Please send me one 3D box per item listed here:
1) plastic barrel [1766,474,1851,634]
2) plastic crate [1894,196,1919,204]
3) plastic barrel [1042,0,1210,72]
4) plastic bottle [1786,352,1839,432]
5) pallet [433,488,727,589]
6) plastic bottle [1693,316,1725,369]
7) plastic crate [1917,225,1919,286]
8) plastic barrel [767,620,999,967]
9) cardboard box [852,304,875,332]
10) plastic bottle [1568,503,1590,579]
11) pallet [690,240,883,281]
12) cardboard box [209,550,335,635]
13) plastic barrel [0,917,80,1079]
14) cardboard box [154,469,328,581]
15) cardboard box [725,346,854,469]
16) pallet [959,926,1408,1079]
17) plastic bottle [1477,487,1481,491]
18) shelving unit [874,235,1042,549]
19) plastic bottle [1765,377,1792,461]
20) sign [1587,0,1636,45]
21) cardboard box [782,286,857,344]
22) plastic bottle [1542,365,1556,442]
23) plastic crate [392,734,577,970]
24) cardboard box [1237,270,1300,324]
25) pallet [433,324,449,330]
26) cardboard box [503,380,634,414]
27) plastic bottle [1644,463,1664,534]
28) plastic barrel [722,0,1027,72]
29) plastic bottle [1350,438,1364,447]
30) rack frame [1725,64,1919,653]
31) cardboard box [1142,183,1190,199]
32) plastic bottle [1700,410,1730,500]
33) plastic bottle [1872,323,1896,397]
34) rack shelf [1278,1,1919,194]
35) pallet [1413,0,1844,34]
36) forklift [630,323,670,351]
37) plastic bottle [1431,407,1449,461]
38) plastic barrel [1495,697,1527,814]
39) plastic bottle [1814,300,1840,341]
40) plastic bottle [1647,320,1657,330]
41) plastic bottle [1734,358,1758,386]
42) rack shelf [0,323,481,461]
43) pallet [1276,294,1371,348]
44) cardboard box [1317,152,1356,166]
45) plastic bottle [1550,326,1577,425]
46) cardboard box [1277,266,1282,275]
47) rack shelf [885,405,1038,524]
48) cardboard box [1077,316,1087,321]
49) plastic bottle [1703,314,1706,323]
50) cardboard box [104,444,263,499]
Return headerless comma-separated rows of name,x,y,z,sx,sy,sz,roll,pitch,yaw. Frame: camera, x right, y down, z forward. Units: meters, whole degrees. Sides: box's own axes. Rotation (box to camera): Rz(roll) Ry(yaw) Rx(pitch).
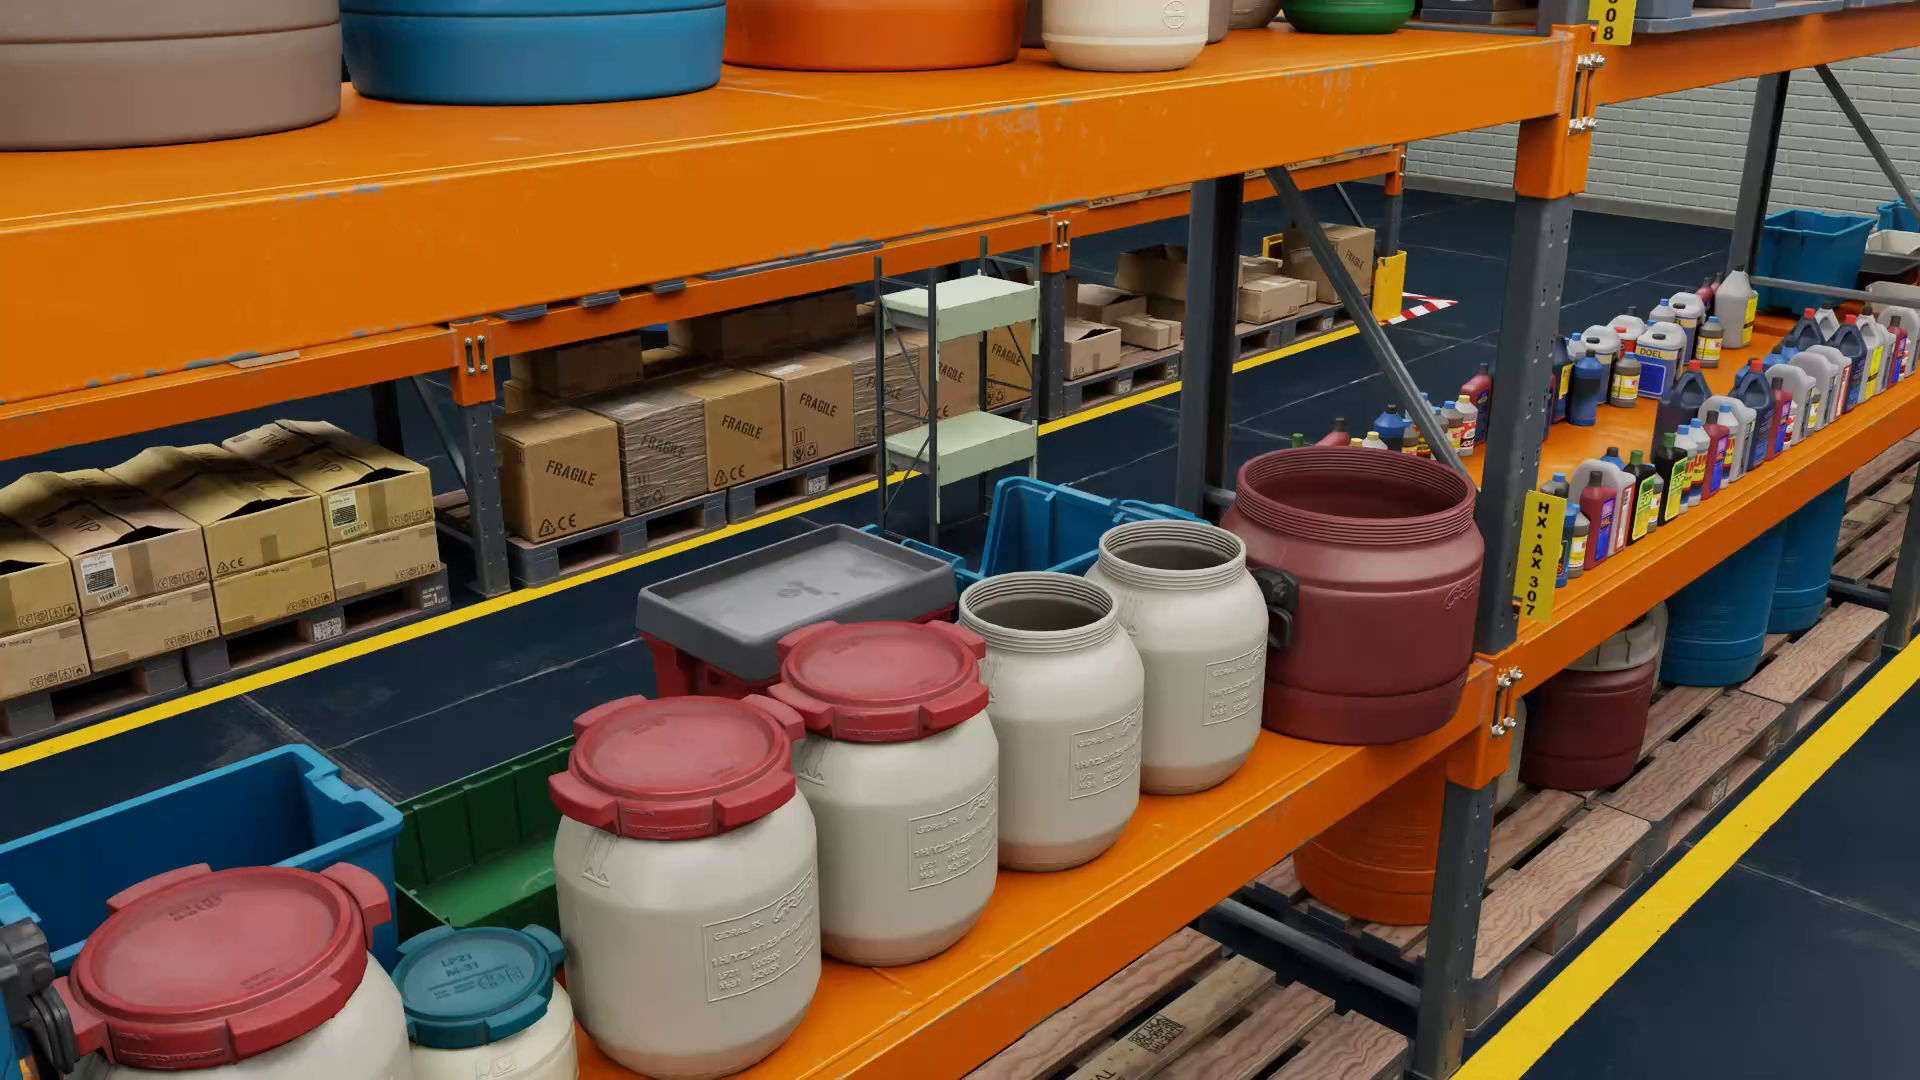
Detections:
plastic barrel,3.410,-0.126,7.061,0.600,0.901,0.708,19,28,41
plastic crate,5.265,-1.704,8.976,0.416,0.233,0.300,19,28,41
plastic barrel,0.291,-0.967,2.922,0.301,0.262,0.301,0,21,0
plastic bottle,3.058,-0.547,5.989,0.152,0.276,0.135,19,28,41
pallet,-1.987,-0.138,8.640,1.003,0.211,1.213,19,28,41
plastic bottle,3.053,-0.808,6.773,0.097,0.201,0.097,0,21,0
plastic crate,4.604,-1.270,7.524,0.402,0.464,0.583,19,28,41
plastic barrel,-0.141,0.457,3.015,0.433,0.535,0.433,0,21,0
cardboard box,-0.621,-1.121,10.181,0.500,0.500,0.500,-20,28,-41
plastic bottle,1.713,-0.002,4.677,0.097,0.201,0.097,0,21,0
pallet,-1.182,-1.669,9.003,1.003,0.211,1.213,19,28,41
cardboard box,-3.085,0.160,7.226,0.500,0.250,0.500,19,28,40
plastic barrel,-1.293,0.754,1.734,0.600,0.901,0.708,19,28,41
cardboard box,-3.082,-0.100,7.120,0.500,0.311,0.500,19,28,40
cardboard box,-0.938,-0.741,9.192,0.500,0.500,0.500,18,27,39
pallet,0.443,1.474,4.445,1.003,0.211,1.213,19,28,41
plastic bottle,1.436,-0.027,4.638,0.152,0.276,0.135,19,28,41
shelving unit,-0.005,-0.698,8.301,0.431,1.500,0.755,19,28,41
plastic bottle,2.767,-0.420,5.648,0.061,0.283,0.133,19,28,41
sign,1.410,-1.232,3.565,0.100,0.325,0.005,19,28,41
cardboard box,-0.955,-1.354,9.742,0.500,0.250,0.500,19,28,41
plastic bottle,2.017,-0.478,5.801,0.061,0.283,0.133,19,28,41
plastic crate,-0.767,0.592,3.149,0.450,0.188,0.662,19,28,41
cardboard box,2.158,-1.798,12.290,0.500,0.250,0.500,19,28,41
pallet,-4.632,-1.691,12.679,1.003,0.211,1.213,19,28,41
cardboard box,-2.051,-0.595,8.813,0.500,0.500,0.500,-19,28,-40
plastic bottle,2.061,-0.131,5.010,0.097,0.201,0.097,0,21,0
plastic barrel,-0.174,-1.293,2.977,0.600,0.830,0.708,19,28,41
plastic bottle,1.242,-0.219,5.241,0.097,0.201,0.097,0,21,0
rack frame,3.801,-1.045,7.113,1.000,3.000,0.127,19,28,41
cardboard box,1.161,-2.528,10.831,0.500,0.500,0.500,-20,28,-41
plastic bottle,2.383,-0.278,5.280,0.061,0.283,0.133,19,28,41
plastic bottle,3.503,-0.711,6.416,0.152,0.276,0.135,19,28,41
rack shelf,2.406,-1.595,5.366,1.077,0.370,4.000,19,28,41
pallet,1.615,-1.501,4.381,1.003,0.211,1.213,19,28,41
forklift,-2.624,-2.719,11.564,3.031,2.935,1.130,1,21,2
plastic bottle,1.582,-0.344,5.567,0.097,0.201,0.097,0,21,0
plastic barrel,1.670,0.651,5.583,0.421,0.512,0.421,0,21,0
plastic bottle,3.291,-0.740,6.388,0.144,0.351,0.185,19,28,41
plastic bottle,2.782,-0.787,6.717,0.097,0.201,0.097,0,21,0
plastic bottle,2.793,-0.511,5.904,0.097,0.271,0.097,0,21,0
rack shelf,-3.931,-0.408,6.457,1.077,0.370,4.000,19,28,41
pallet,2.437,-1.788,12.931,1.003,0.211,1.213,19,28,41
cardboard box,2.569,-3.043,12.172,0.500,0.500,0.500,20,28,41
plastic bottle,2.148,-0.611,6.051,0.144,0.351,0.185,19,28,41
cardboard box,2.333,-2.111,13.222,0.380,0.166,0.250,19,28,41
rack shelf,-0.005,-0.394,8.418,0.431,0.370,0.720,19,28,41
cardboard box,0.668,-1.489,11.629,0.380,0.149,0.250,19,28,41
plastic bottle,3.080,-0.896,7.003,0.097,0.201,0.097,0,21,0
cardboard box,-3.472,-0.234,7.467,0.500,0.311,0.500,18,28,39
